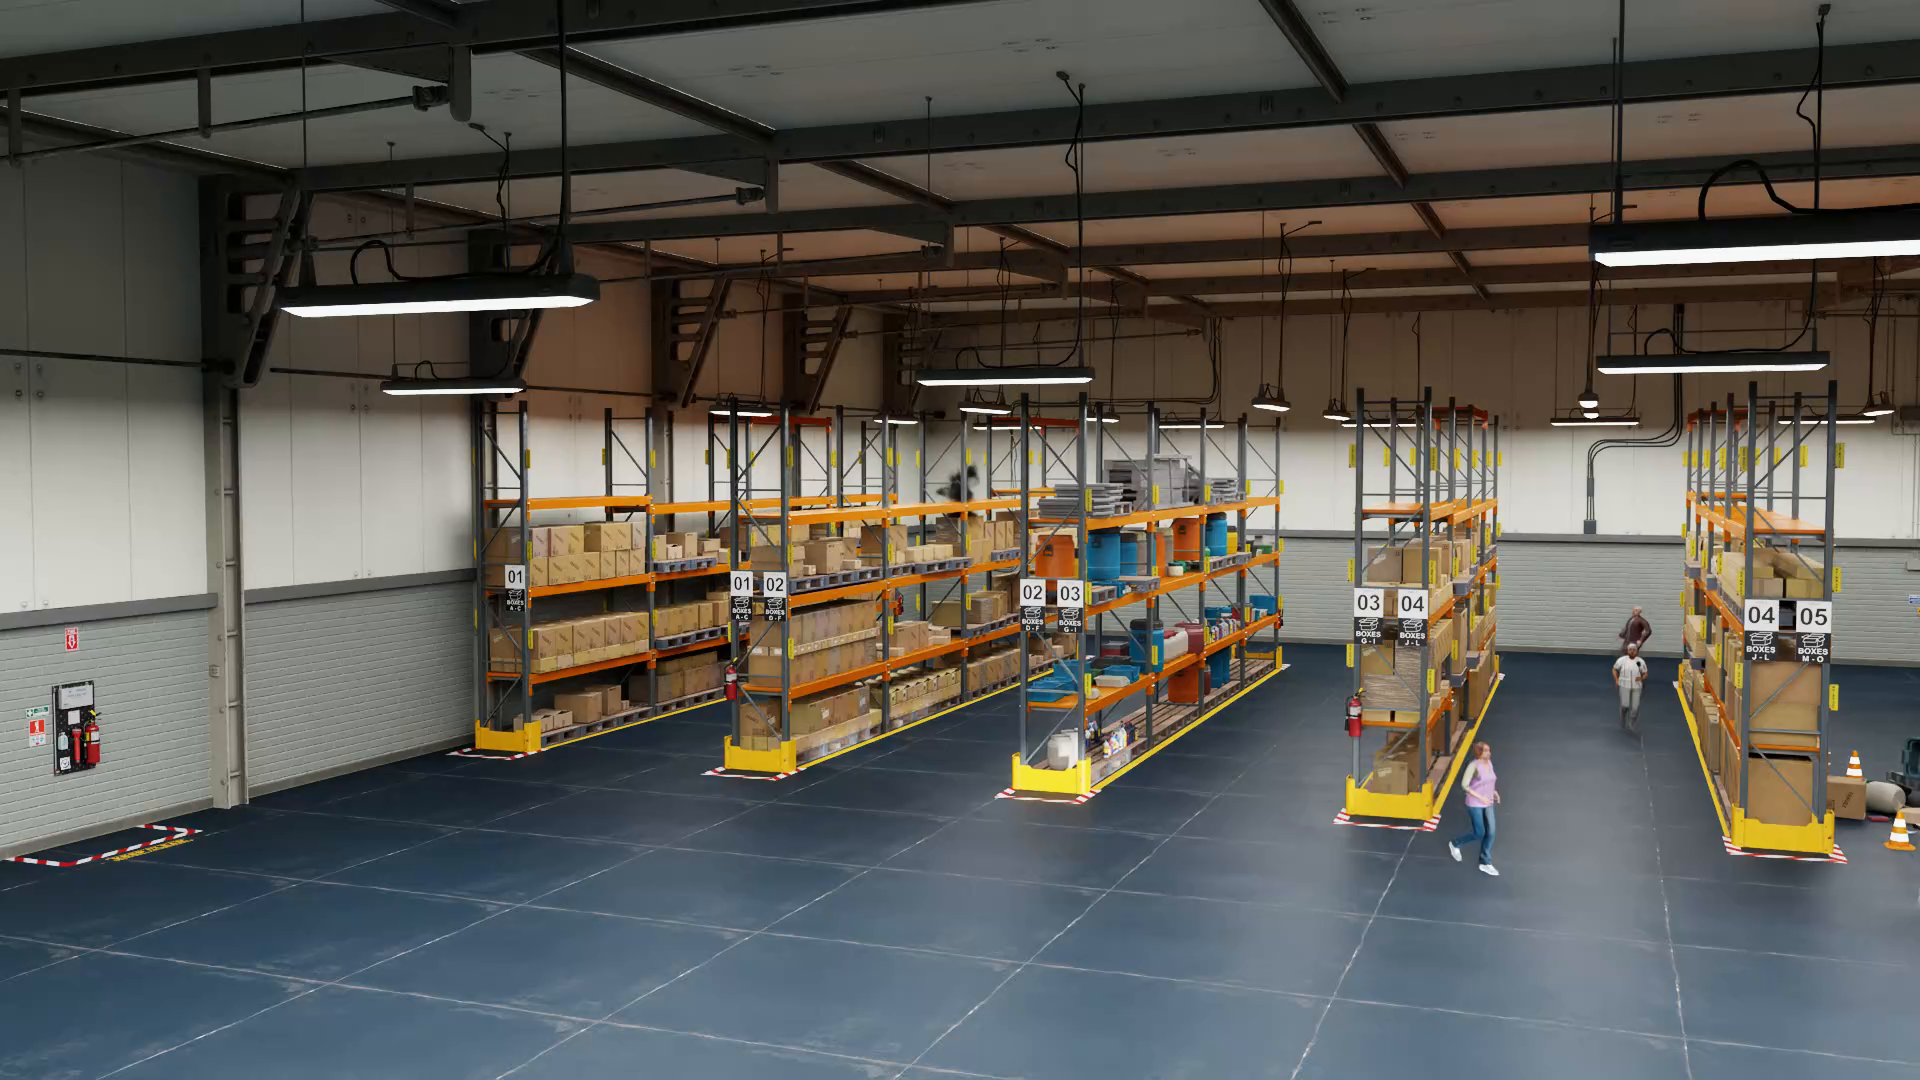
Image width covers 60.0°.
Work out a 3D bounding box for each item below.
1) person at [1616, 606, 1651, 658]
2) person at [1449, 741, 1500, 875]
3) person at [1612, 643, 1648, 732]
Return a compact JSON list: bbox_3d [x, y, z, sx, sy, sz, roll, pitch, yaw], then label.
[{"bbox_3d":[15.055,2.331,37.245,0.561,1.727,0.788,0,3,-9],"label":"person"},{"bbox_3d":[6.298,3.235,20.249,0.567,1.595,0.673,-2,3,-33],"label":"person"},{"bbox_3d":[12.251,2.710,30.374,0.593,1.615,0.574,1,3,16],"label":"person"}]
